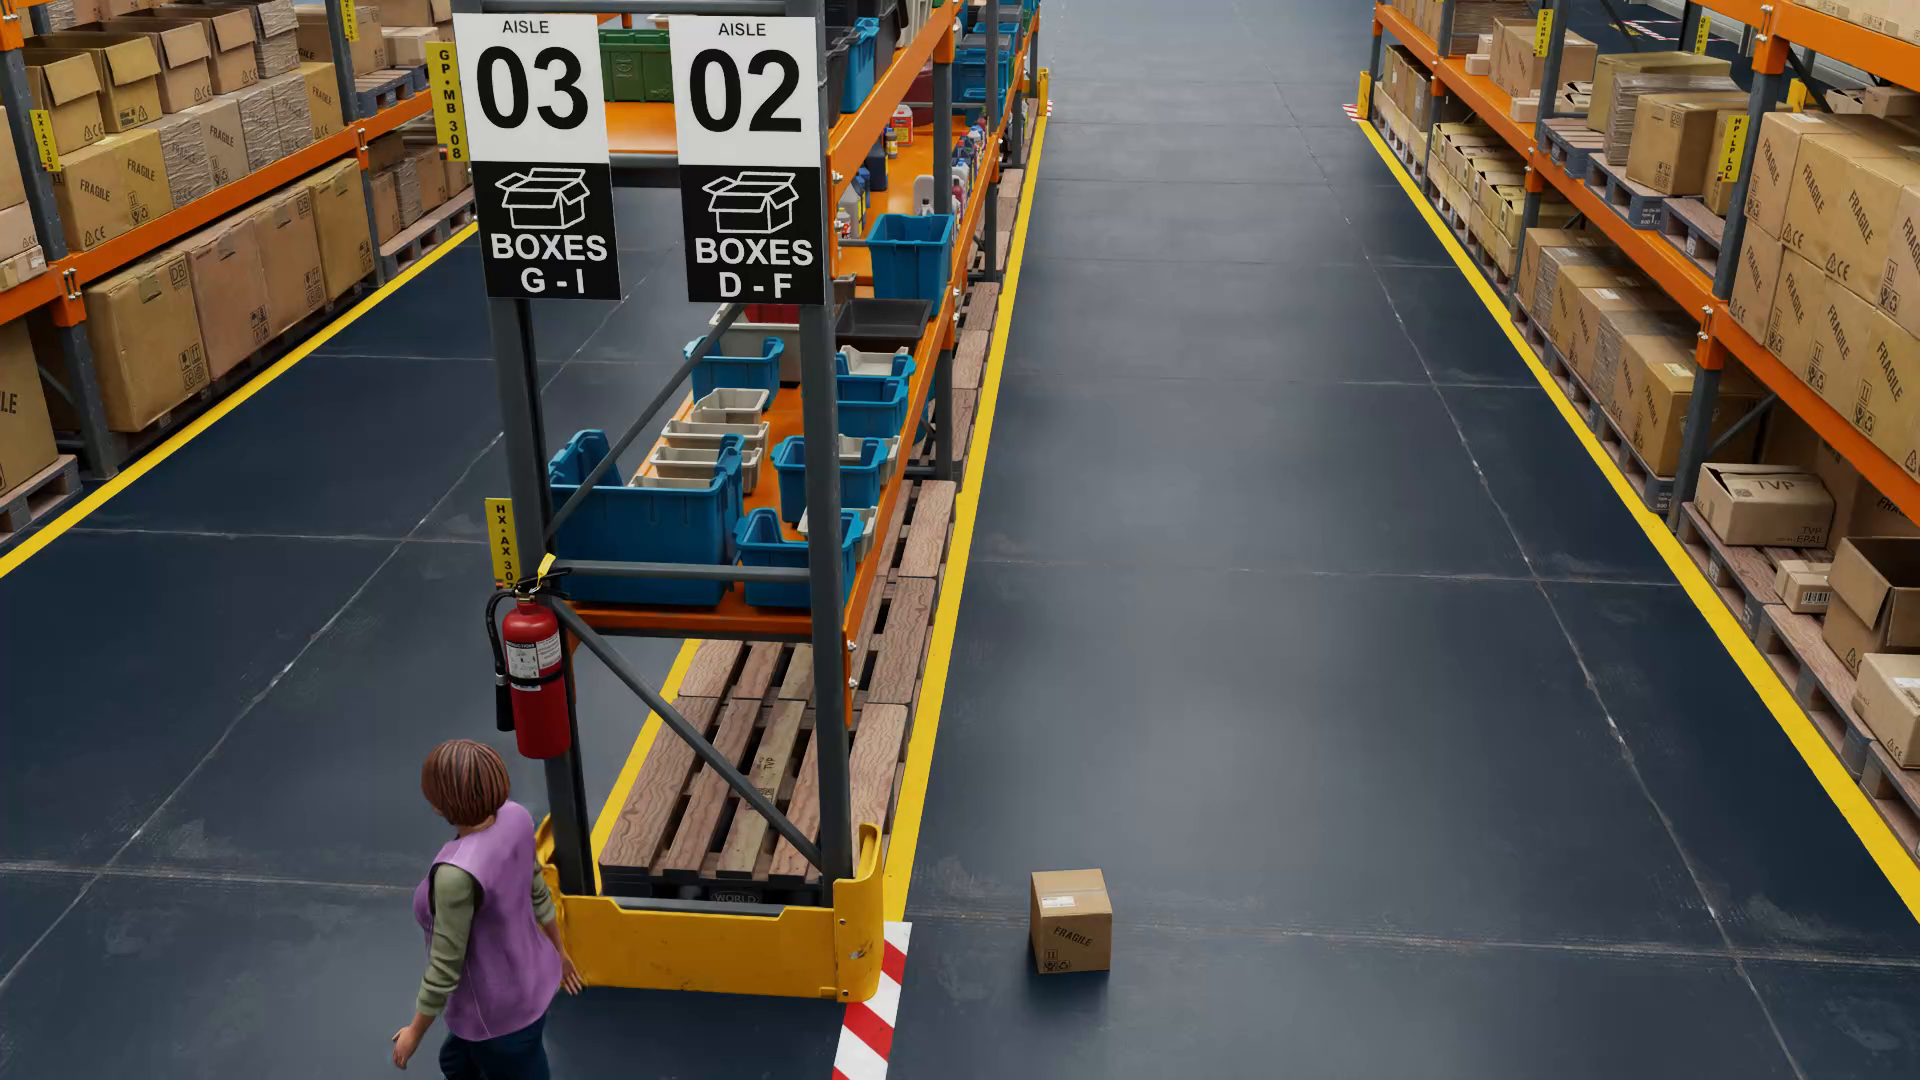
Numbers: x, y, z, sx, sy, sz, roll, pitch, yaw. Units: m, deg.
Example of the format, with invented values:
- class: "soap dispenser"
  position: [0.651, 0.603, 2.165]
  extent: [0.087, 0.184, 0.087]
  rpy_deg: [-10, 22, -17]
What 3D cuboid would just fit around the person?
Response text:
- class: "person"
  position: [-1.193, 1.228, 4.470]
  extent: [0.930, 1.543, 0.473]
  rpy_deg: [3, 25, 7]
